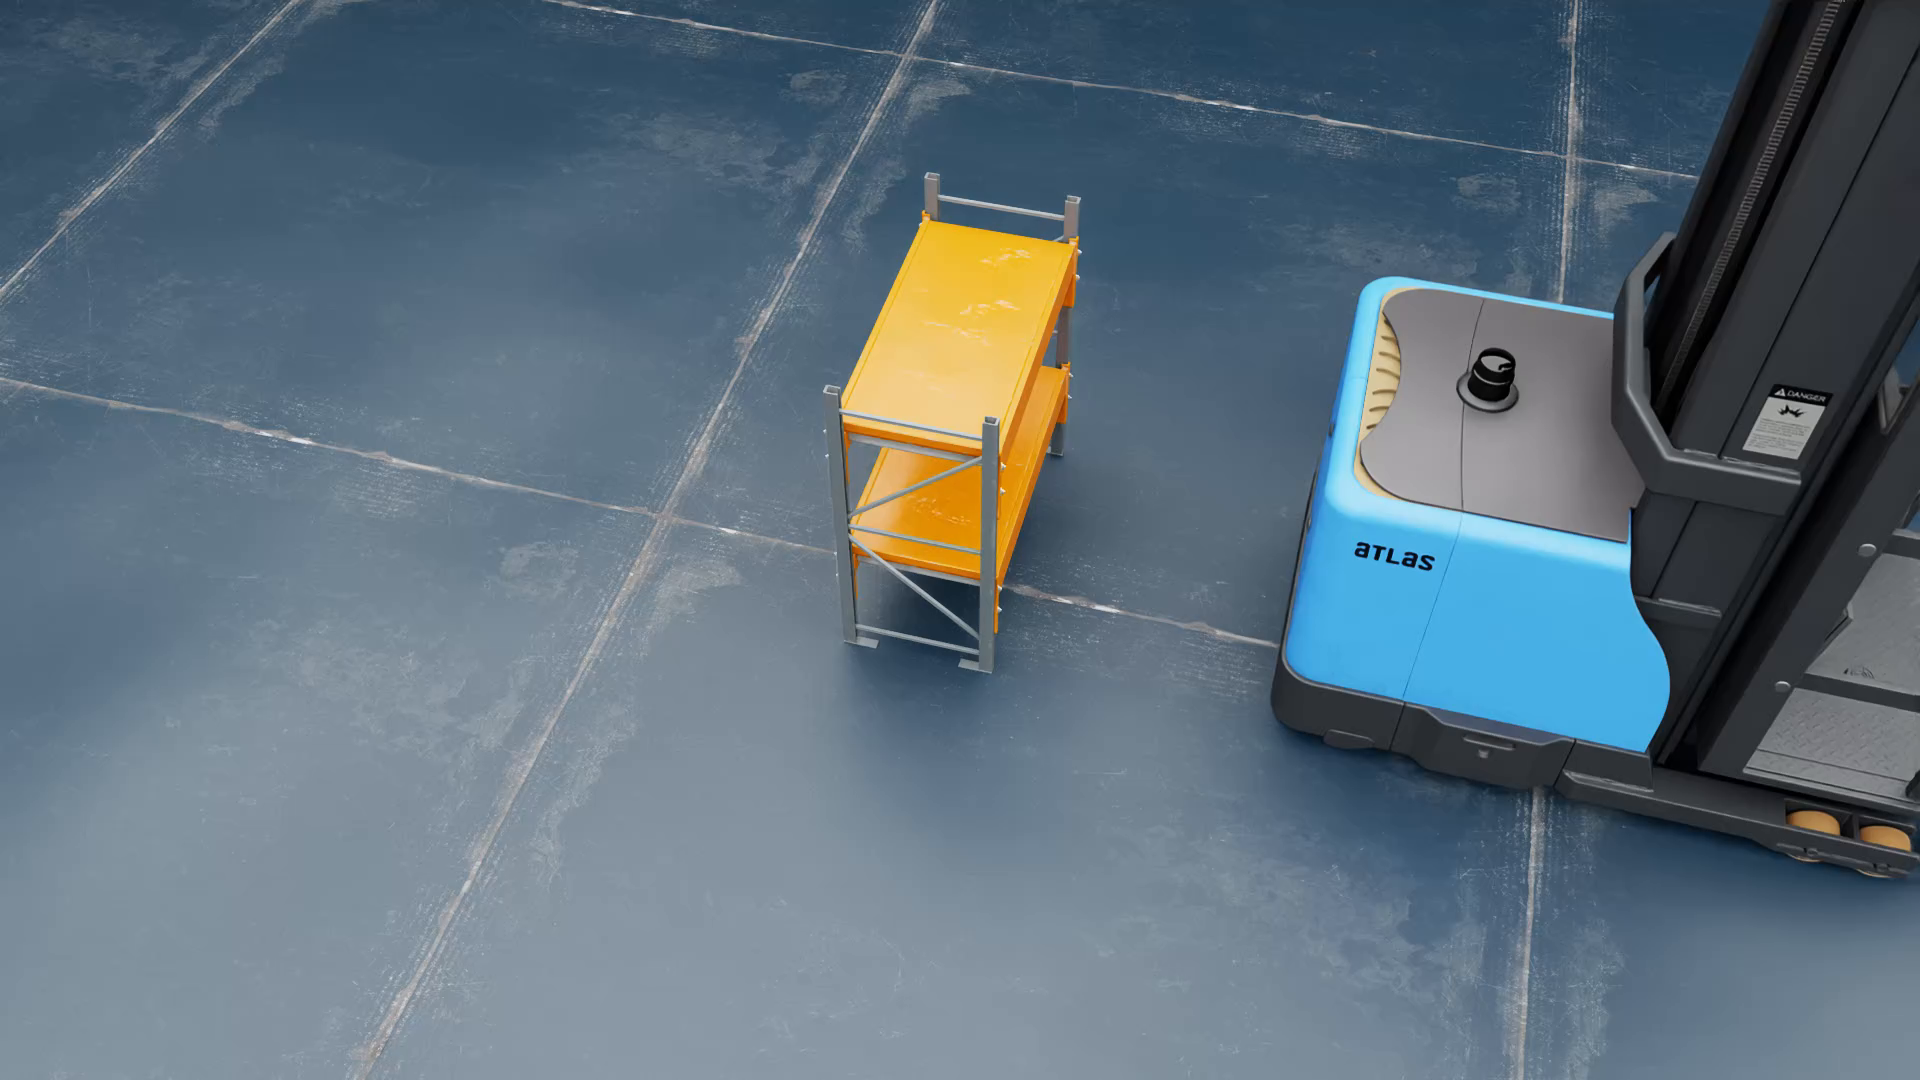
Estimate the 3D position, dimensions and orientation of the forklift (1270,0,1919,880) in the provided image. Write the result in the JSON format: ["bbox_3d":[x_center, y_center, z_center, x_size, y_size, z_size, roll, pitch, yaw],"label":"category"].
[{"bbox_3d":[2.547,-0.428,4.173,3.031,2.935,1.130,12,50,10],"label":"forklift"}]

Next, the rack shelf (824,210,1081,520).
[{"bbox_3d":[-0.002,-0.561,5.104,0.538,0.278,1.000,12,50,10],"label":"rack shelf"}]

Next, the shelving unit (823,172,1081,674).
[{"bbox_3d":[-0.002,-0.367,5.324,0.538,1.125,1.048,12,50,10],"label":"shelving unit"}]

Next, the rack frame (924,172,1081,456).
[{"bbox_3d":[0.132,-0.735,5.648,0.500,1.125,0.032,12,50,10],"label":"rack frame"}]

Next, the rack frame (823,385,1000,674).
[{"bbox_3d":[-0.136,0.000,4.999,0.500,1.125,0.032,12,50,10],"label":"rack frame"}]

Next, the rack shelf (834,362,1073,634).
[{"bbox_3d":[-0.002,-0.206,5.507,0.538,0.278,1.000,12,50,10],"label":"rack shelf"}]
